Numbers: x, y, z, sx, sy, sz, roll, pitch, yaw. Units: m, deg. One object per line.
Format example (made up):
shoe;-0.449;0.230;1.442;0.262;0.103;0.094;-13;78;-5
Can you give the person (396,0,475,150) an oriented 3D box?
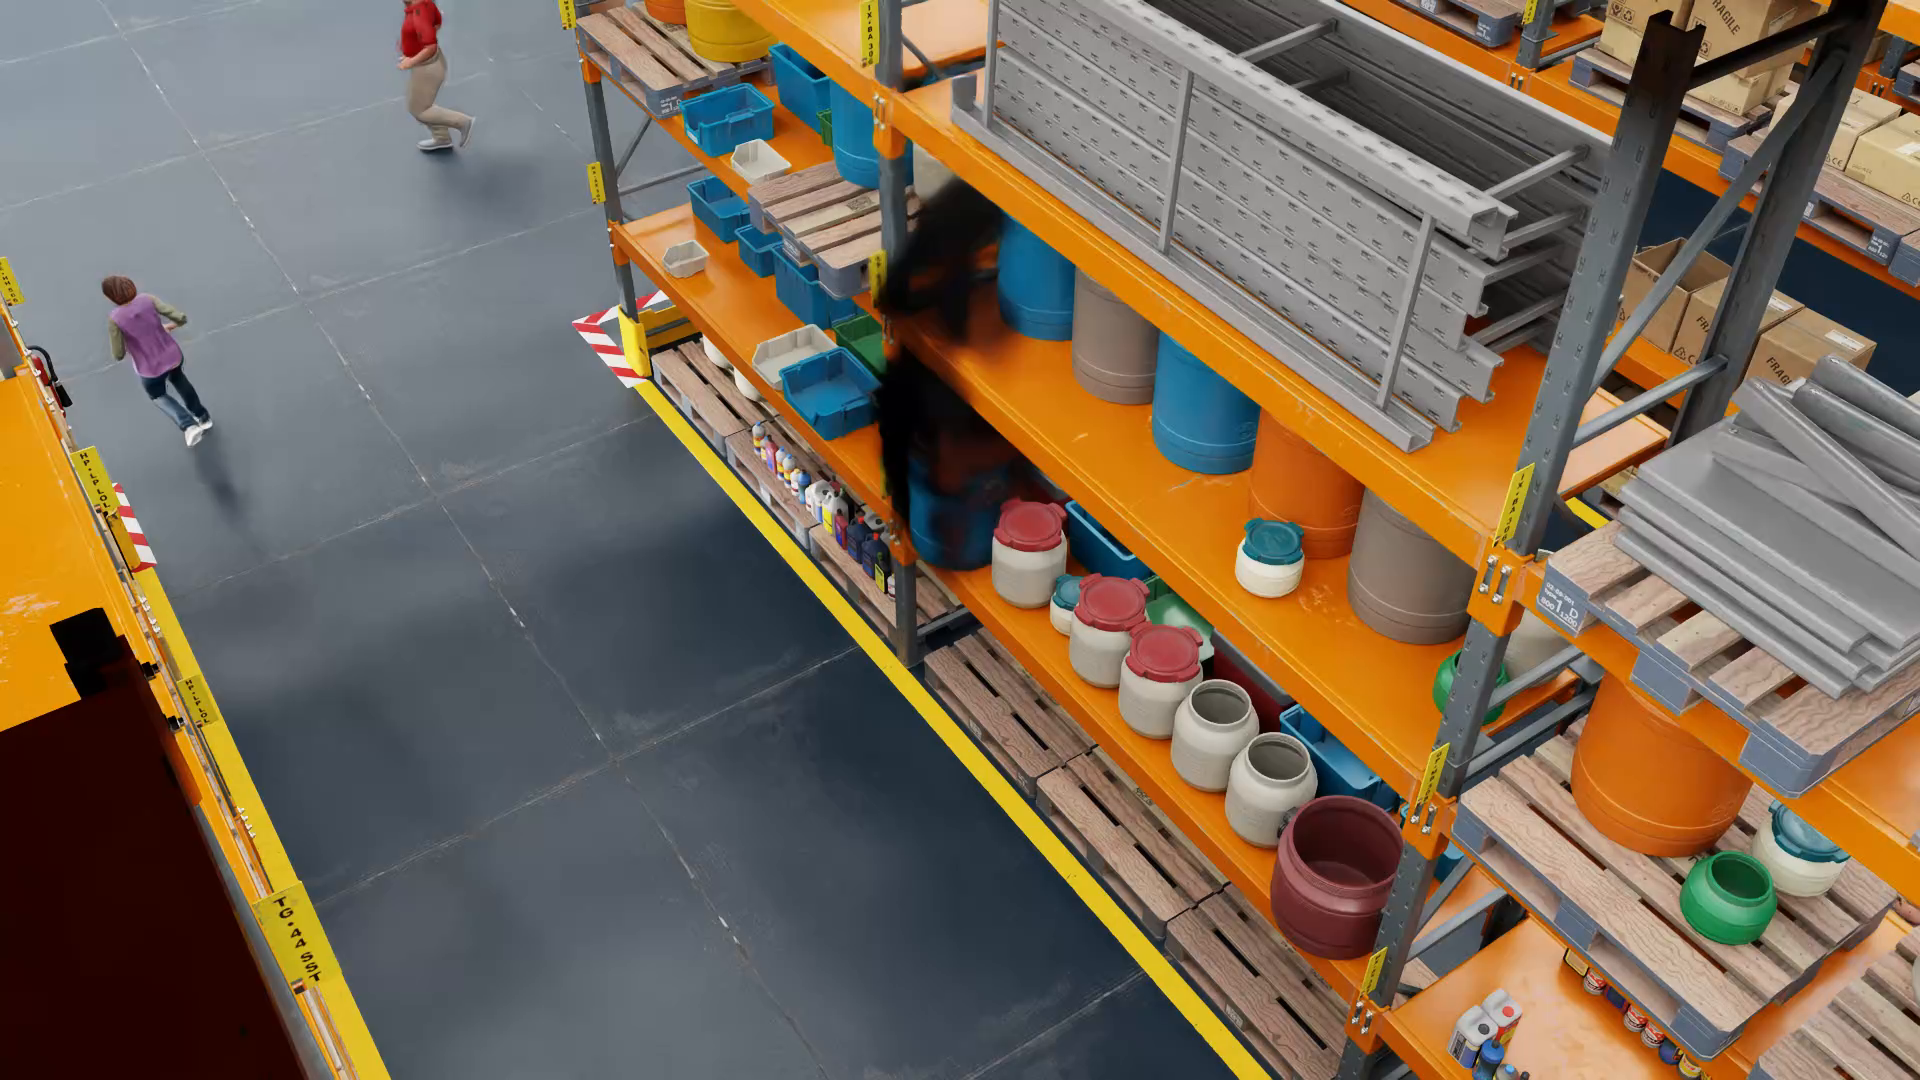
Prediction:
person;-4.861;-4.342;15.244;0.607;1.665;0.661;-5;43;-5

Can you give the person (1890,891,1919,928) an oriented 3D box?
person;4.903;1.907;8.405;0.673;1.766;0.692;-29;50;-28

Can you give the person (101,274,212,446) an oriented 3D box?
person;-5.804;-1.264;12.050;0.626;1.523;0.563;30;50;28
